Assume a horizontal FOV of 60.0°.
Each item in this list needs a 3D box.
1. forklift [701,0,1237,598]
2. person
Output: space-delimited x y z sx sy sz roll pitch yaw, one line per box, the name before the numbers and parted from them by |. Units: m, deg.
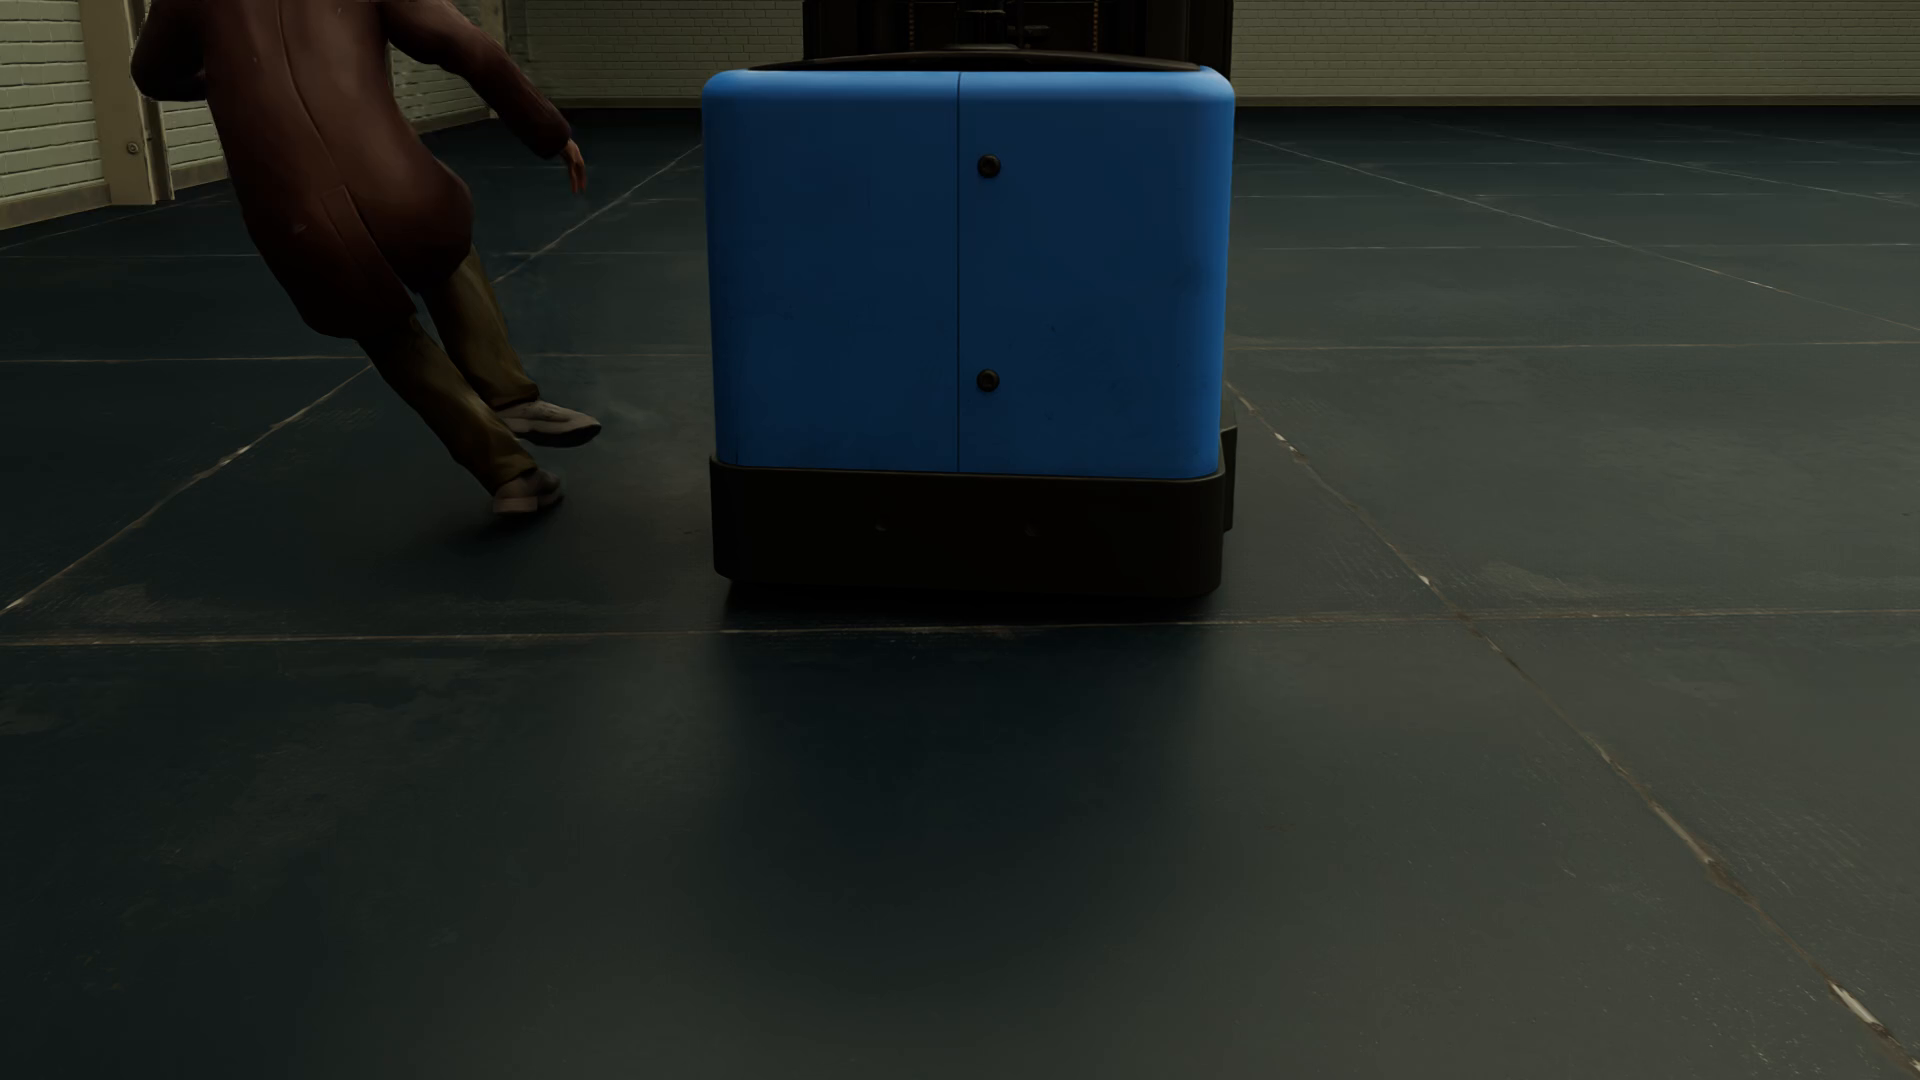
forklift | 0.173 -1.672 4.372 1.130 2.935 3.031 2 17 6
person | -1.427 -0.837 4.045 1.018 1.535 0.918 -6 18 -20
